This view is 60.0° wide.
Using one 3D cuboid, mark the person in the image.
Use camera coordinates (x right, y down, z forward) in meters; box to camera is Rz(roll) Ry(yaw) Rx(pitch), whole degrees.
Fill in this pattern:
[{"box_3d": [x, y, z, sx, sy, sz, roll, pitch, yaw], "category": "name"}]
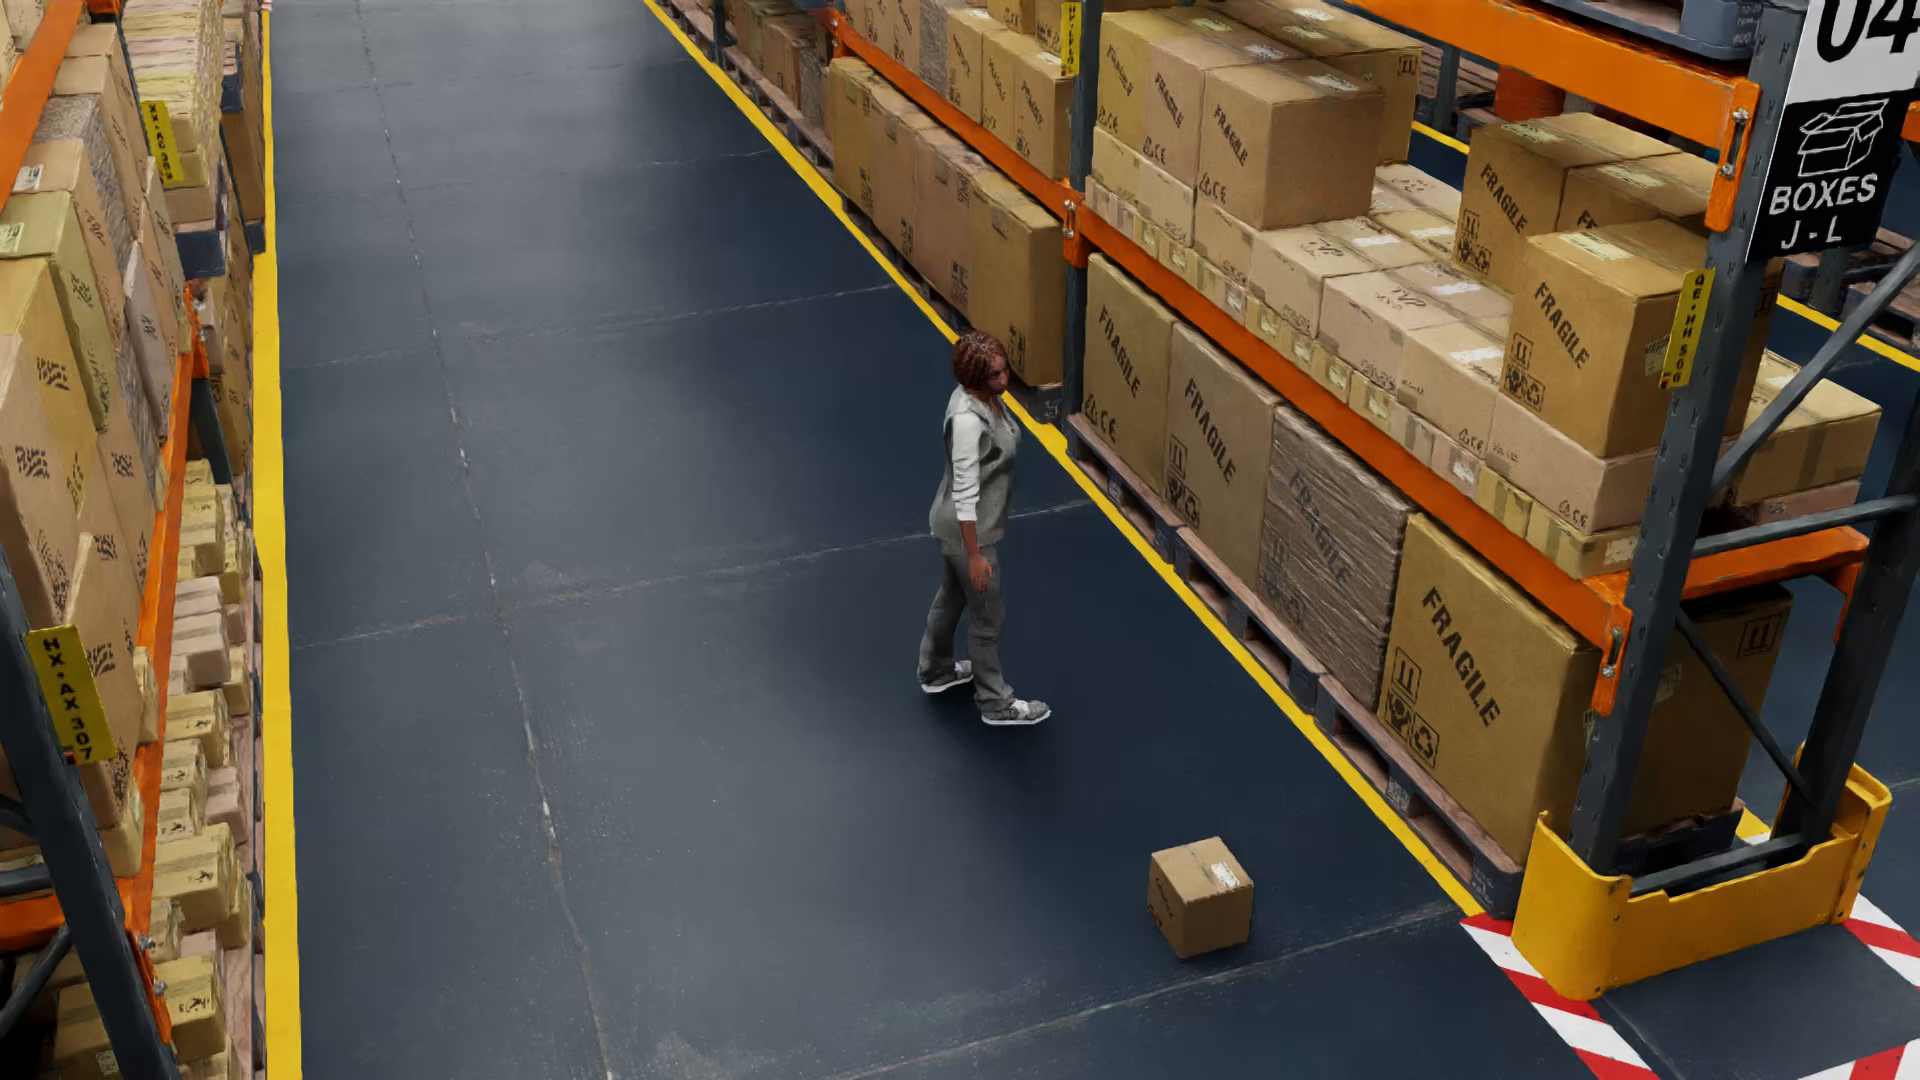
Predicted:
[{"box_3d": [0.092, -0.023, 6.146, 0.529, 1.582, 0.524, 1, 30, 2], "category": "person"}]
